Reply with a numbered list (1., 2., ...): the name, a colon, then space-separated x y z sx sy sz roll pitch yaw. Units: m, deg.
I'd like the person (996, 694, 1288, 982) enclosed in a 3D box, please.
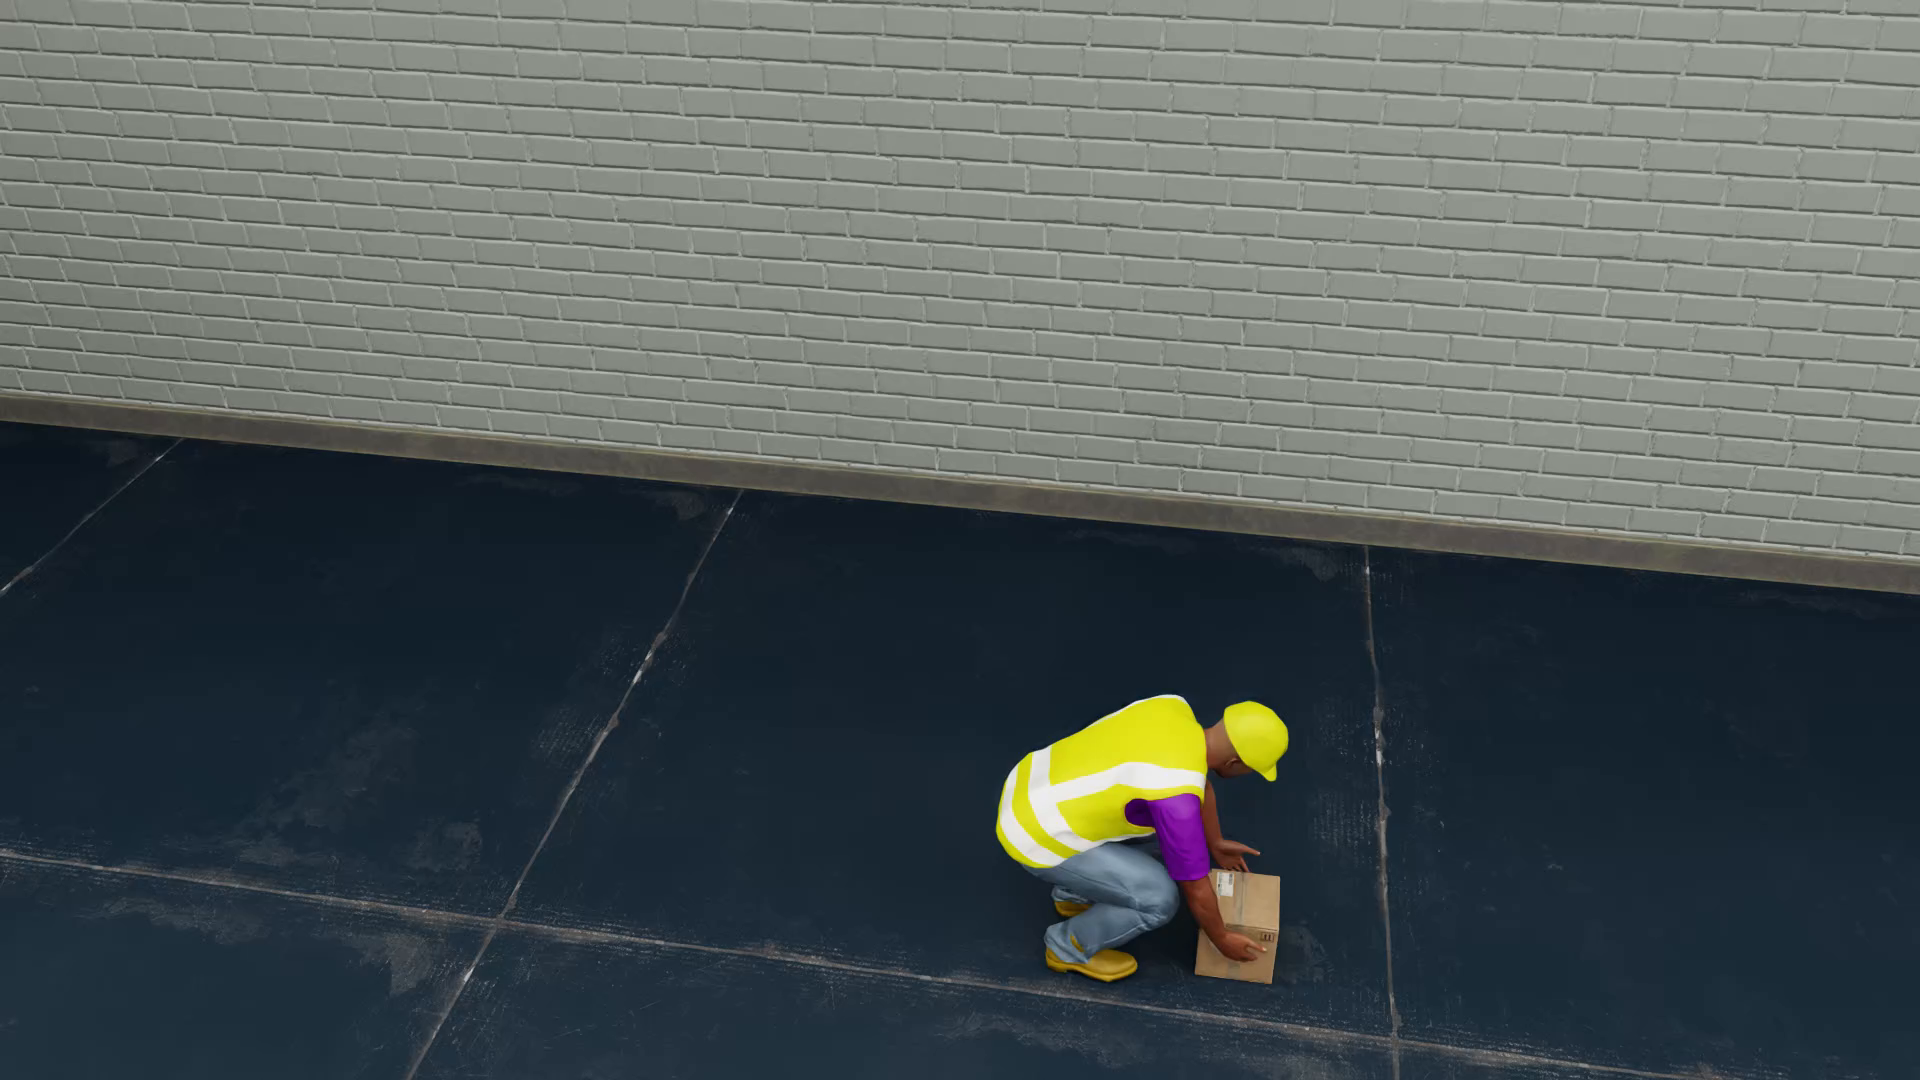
1. person: 0.574 0.915 5.390 0.891 0.995 0.584 5 33 8
